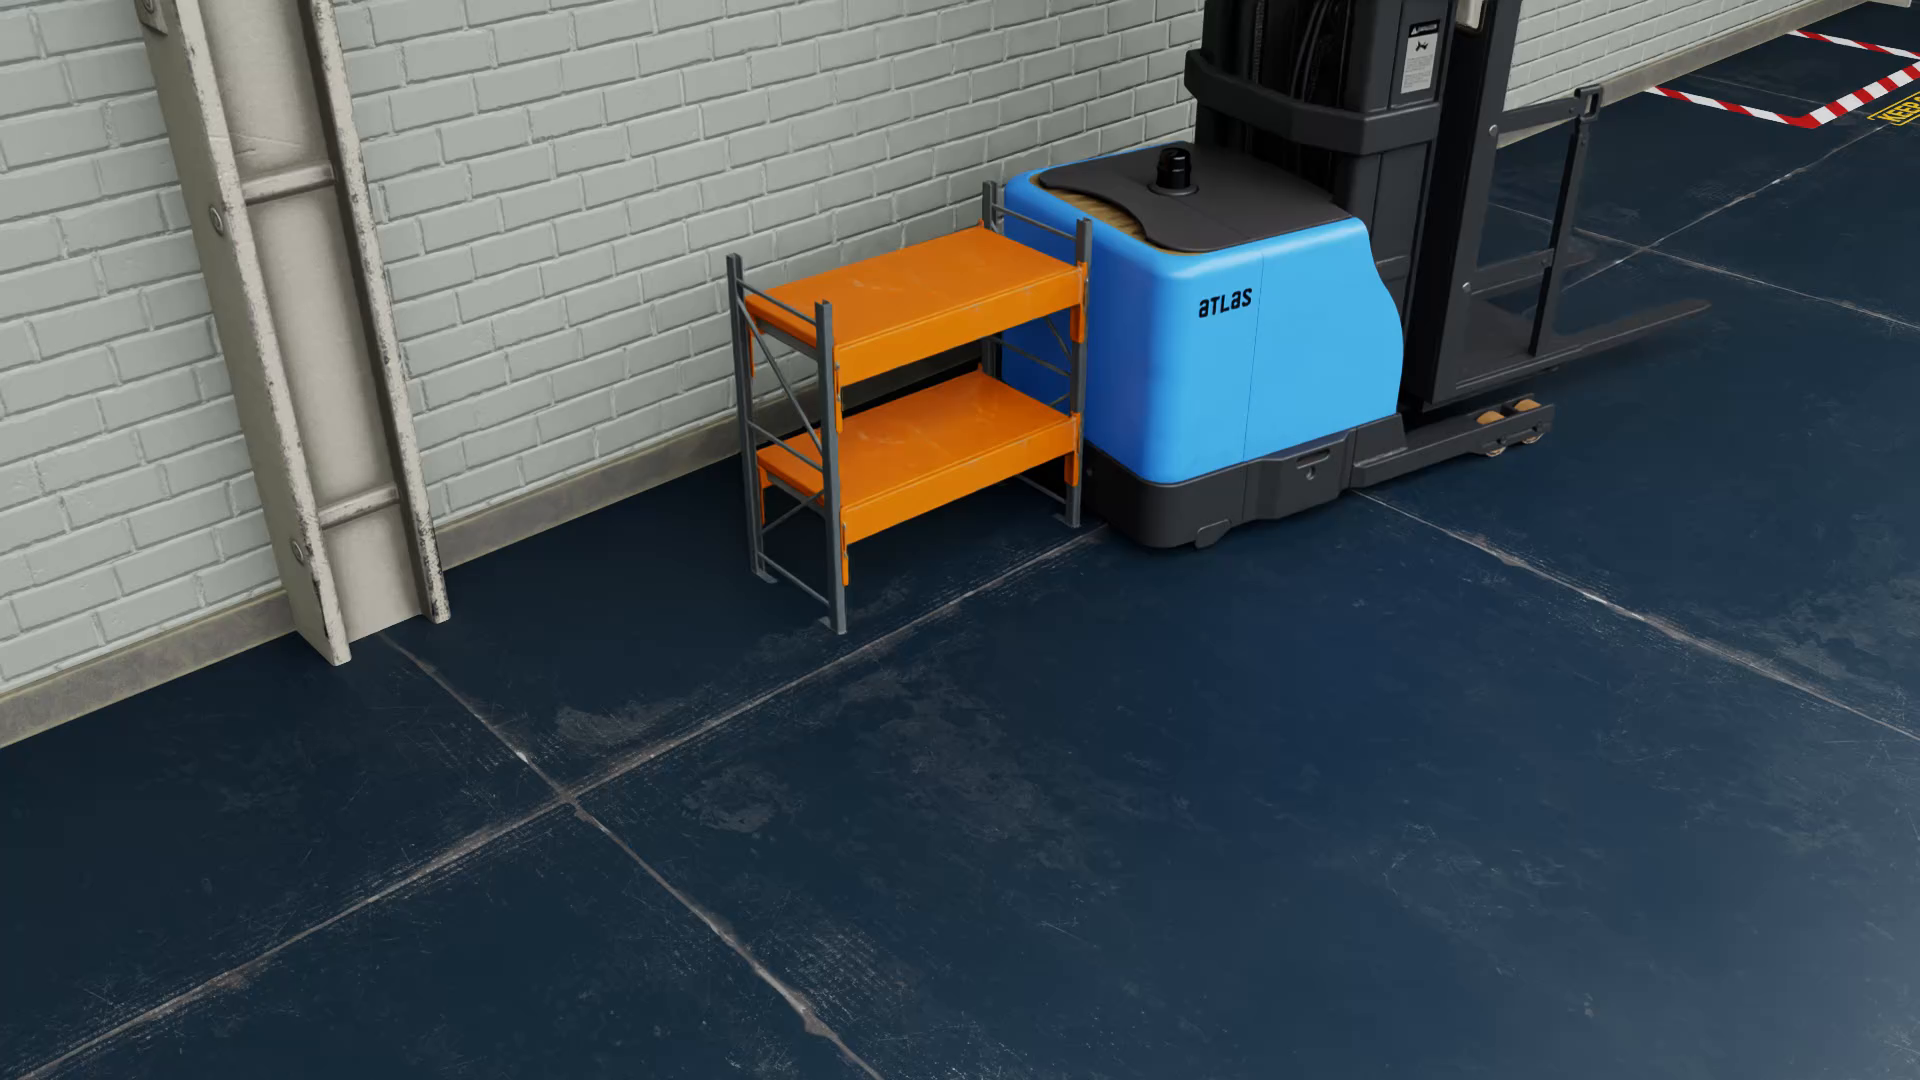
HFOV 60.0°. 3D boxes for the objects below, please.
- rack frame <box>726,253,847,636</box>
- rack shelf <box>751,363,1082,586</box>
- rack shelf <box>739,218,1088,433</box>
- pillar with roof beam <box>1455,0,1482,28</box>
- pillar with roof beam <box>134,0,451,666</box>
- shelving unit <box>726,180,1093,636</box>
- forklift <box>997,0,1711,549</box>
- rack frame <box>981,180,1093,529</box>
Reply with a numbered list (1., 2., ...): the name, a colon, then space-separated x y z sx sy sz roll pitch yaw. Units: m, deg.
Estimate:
1. rack frame: -0.532 -0.281 5.132 0.032 1.125 0.500 -24 39 -33
2. rack shelf: -0.142 -0.243 5.538 1.000 0.278 0.538 -24 39 -33
3. rack shelf: -0.142 -0.701 5.258 1.000 0.278 0.538 -24 39 -33
4. pillar with roof beam: 5.445 -4.060 3.764 0.400 9.000 9.100 -26 40 -35
5. pillar with roof beam: 1.045 -1.932 0.284 0.400 9.000 9.100 -26 40 -35
6. shelving unit: -0.142 -0.452 5.410 1.048 1.125 0.538 -24 39 -33
7. forklift: 1.666 -1.783 5.856 3.031 2.935 1.130 -18 36 -26
8. rack frame: 0.247 -0.622 5.689 0.032 1.125 0.500 -24 39 -33
